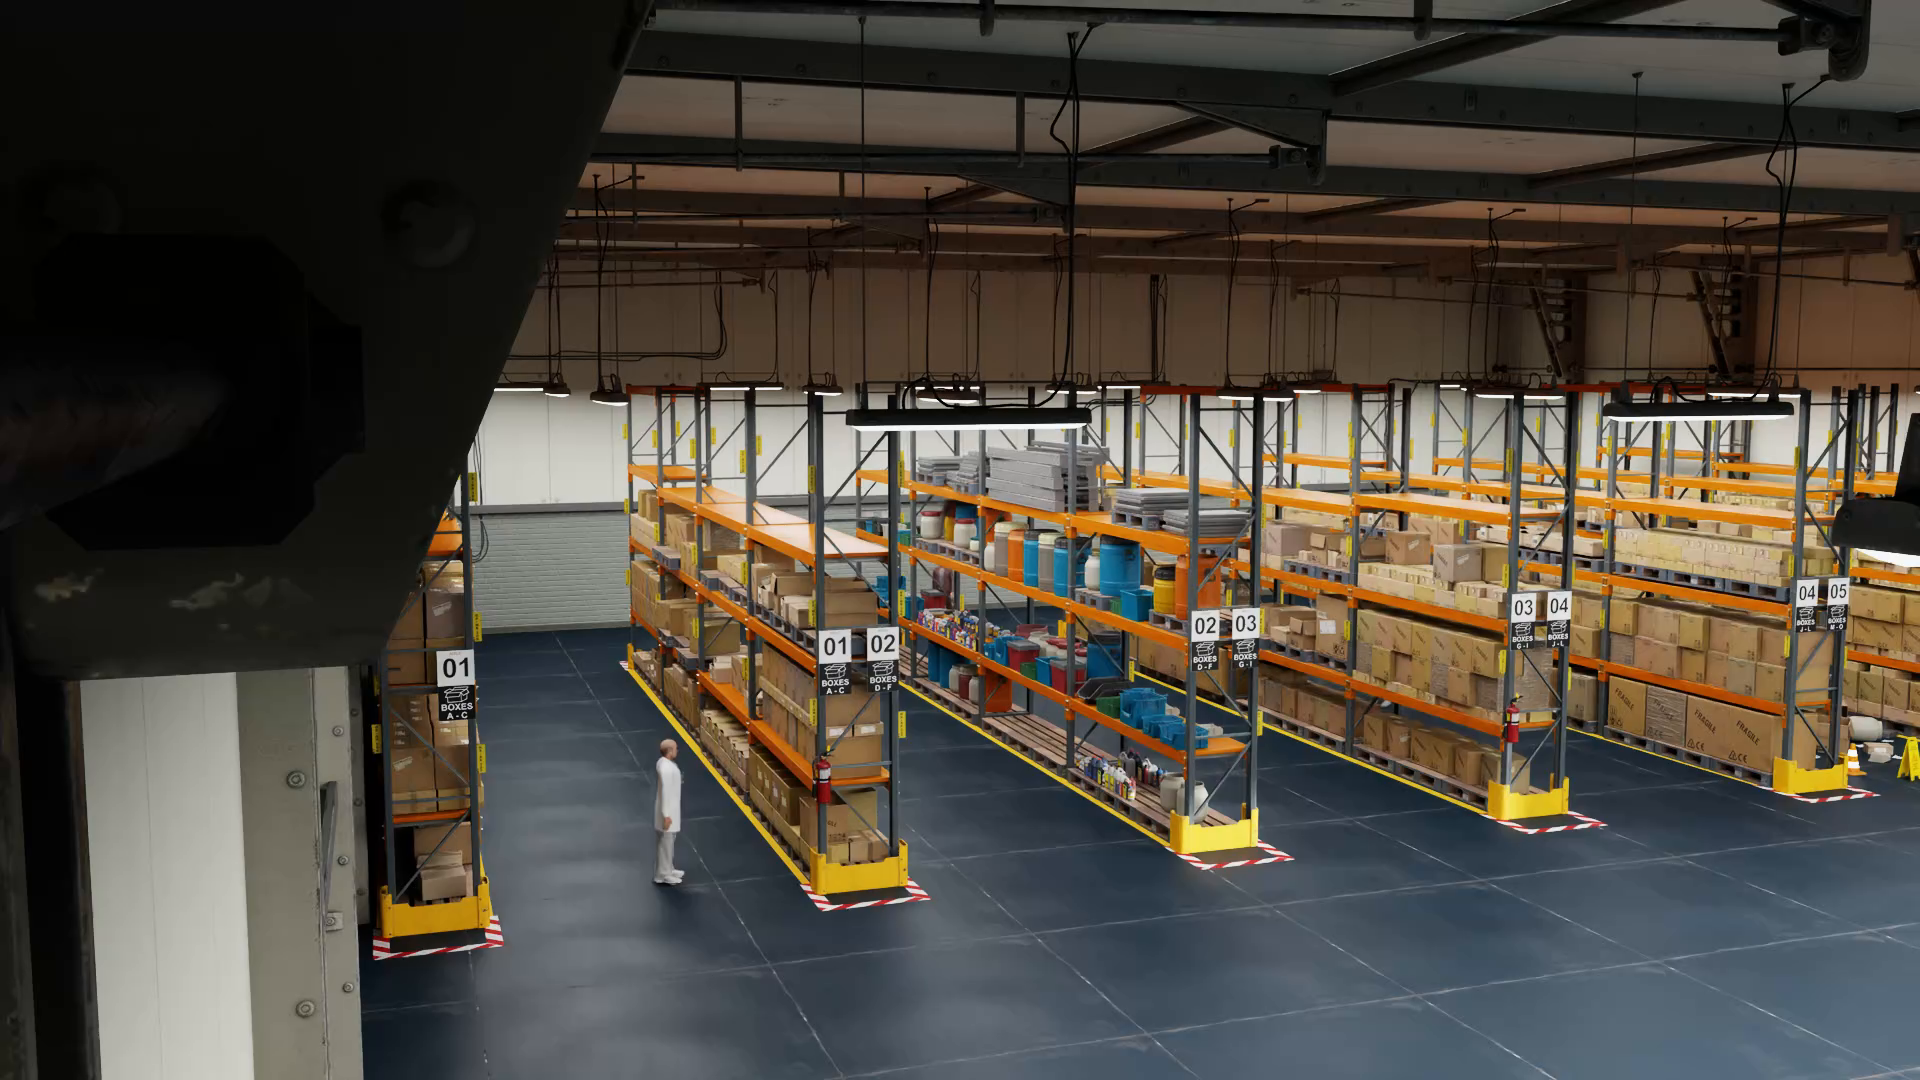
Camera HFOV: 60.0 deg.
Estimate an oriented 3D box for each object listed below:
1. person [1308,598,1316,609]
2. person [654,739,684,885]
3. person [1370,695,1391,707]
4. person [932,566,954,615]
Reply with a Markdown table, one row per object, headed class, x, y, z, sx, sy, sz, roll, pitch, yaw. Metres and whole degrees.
| class | x | y | z | sx | sy | sz | roll | pitch | yaw |
| --- | --- | --- | --- | --- | --- | --- | --- | --- | --- |
| person | 9.041 | 1.191 | 42.057 | 0.608 | 1.574 | 0.435 | -3 | 6 | -25 |
| person | -3.588 | 3.332 | 20.479 | 0.389 | 1.788 | 0.691 | -1 | 6 | -12 |
| person | 7.894 | 2.217 | 31.356 | 0.462 | 1.769 | 0.601 | -5 | 8 | -40 |
| person | -0.418 | 1.273 | 40.625 | 0.659 | 1.742 | 1.102 | 2 | 6 | 19 |
